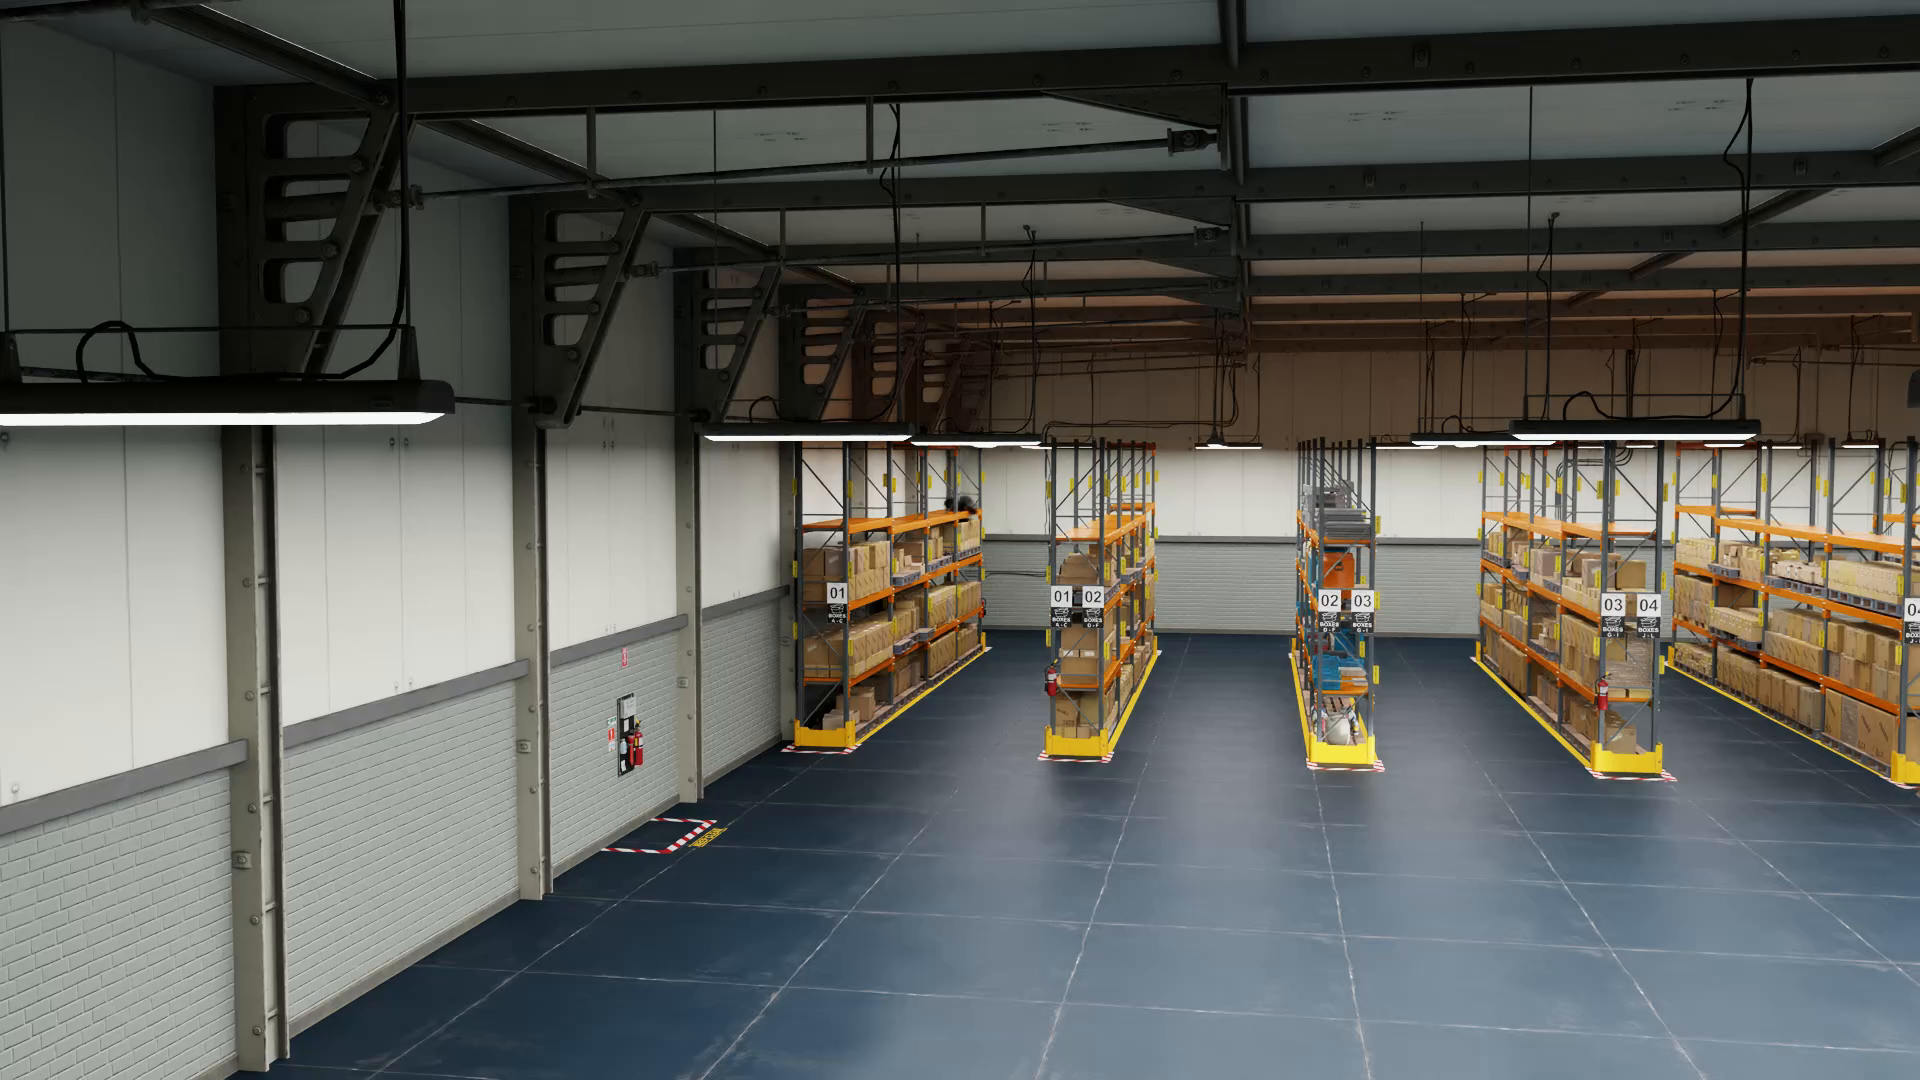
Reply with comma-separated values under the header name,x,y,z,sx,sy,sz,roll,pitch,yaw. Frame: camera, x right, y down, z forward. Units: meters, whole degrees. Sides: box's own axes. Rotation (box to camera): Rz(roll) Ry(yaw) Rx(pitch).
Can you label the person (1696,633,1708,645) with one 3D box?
name,x,y,z,sx,sy,sz,roll,pitch,yaw
person,20.631,2.406,46.054,0.900,1.764,0.683,-1,3,-19
